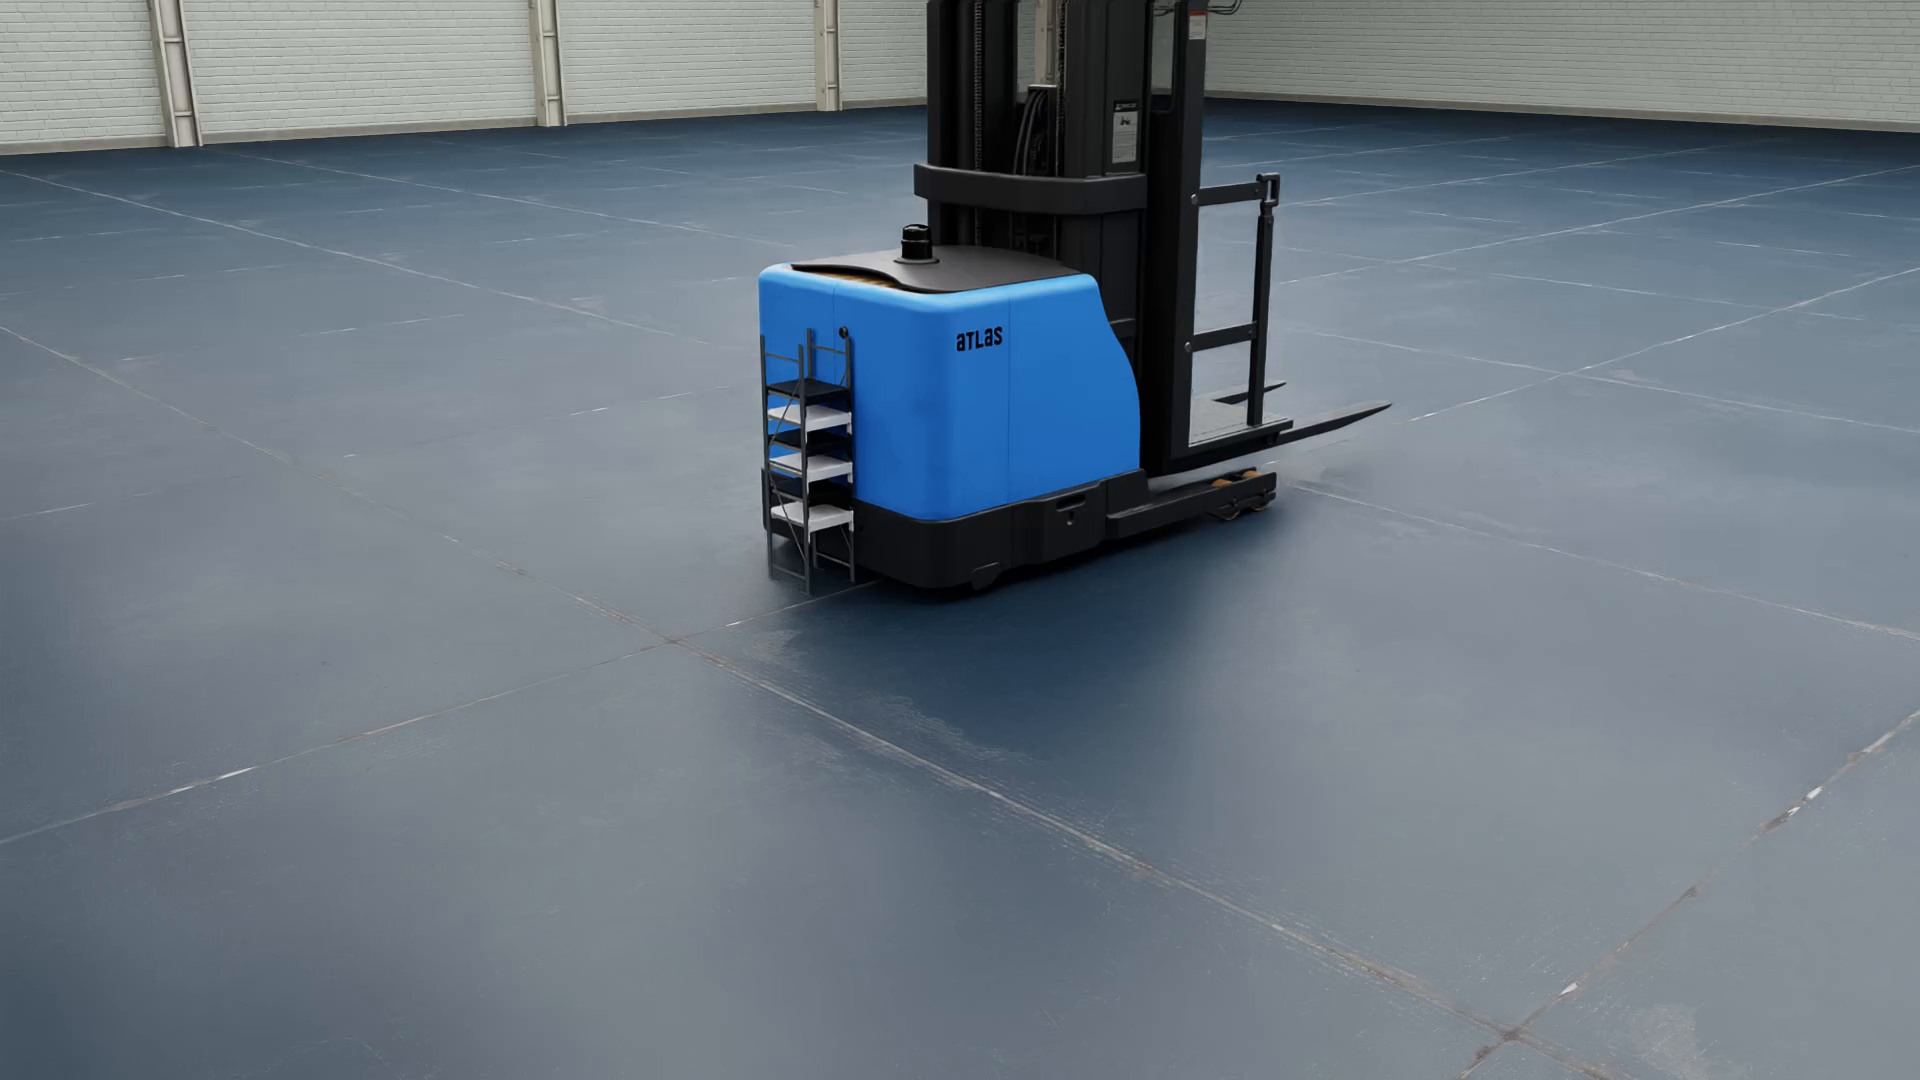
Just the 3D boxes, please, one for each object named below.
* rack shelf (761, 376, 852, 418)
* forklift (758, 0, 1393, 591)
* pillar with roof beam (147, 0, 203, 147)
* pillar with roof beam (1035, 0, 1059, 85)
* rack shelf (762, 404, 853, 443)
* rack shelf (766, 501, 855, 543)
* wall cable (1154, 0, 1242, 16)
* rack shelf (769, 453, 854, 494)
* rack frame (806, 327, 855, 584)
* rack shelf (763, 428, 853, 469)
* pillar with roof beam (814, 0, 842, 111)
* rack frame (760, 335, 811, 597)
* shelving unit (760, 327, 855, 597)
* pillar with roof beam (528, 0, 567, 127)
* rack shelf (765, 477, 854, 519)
[{"bbox_3d":[-0.536,-0.502,5.807,0.200,0.077,0.258,-16,24,-40],"label":"rack shelf"},{"bbox_3d":[0.669,-1.579,6.601,3.031,2.935,1.130,-16,24,-40],"label":"forklift"},{"bbox_3d":[-8.272,-9.028,19.739,0.400,9.000,9.100,-16,24,-41],"label":"pillar with roof beam"},{"bbox_3d":[4.807,-12.842,31.503,0.400,9.000,9.100,-16,24,-41],"label":"pillar with roof beam"},{"bbox_3d":[-0.536,-0.416,5.834,0.200,0.077,0.258,-16,24,-40],"label":"rack shelf"},{"bbox_3d":[-0.536,-0.074,5.945,0.200,0.077,0.258,-16,24,-40],"label":"rack shelf"},{"bbox_3d":[4.898,-12.658,35.969,0.112,2.526,3.097,-16,24,-41],"label":"wall cable"},{"bbox_3d":[-0.536,-0.245,5.890,0.200,0.077,0.258,-16,24,-40],"label":"rack shelf"},{"bbox_3d":[-0.461,-0.298,5.945,0.006,0.900,0.240,-16,24,-40],"label":"rack frame"},{"bbox_3d":[-0.536,-0.331,5.862,0.200,0.077,0.258,-16,24,-40],"label":"rack shelf"},{"bbox_3d":[0.447,-11.571,27.582,0.400,9.000,9.100,-16,24,-41],"label":"pillar with roof beam"},{"bbox_3d":[-0.611,-0.256,5.814,0.006,0.900,0.240,-16,24,-40],"label":"rack frame"},{"bbox_3d":[-0.536,-0.277,5.880,0.210,0.900,0.258,-16,24,-40],"label":"shelving unit"},{"bbox_3d":[-3.912,-10.300,23.661,0.400,9.000,9.100,-16,24,-41],"label":"pillar with roof beam"},{"bbox_3d":[-0.536,-0.160,5.918,0.200,0.077,0.258,-16,24,-40],"label":"rack shelf"}]
